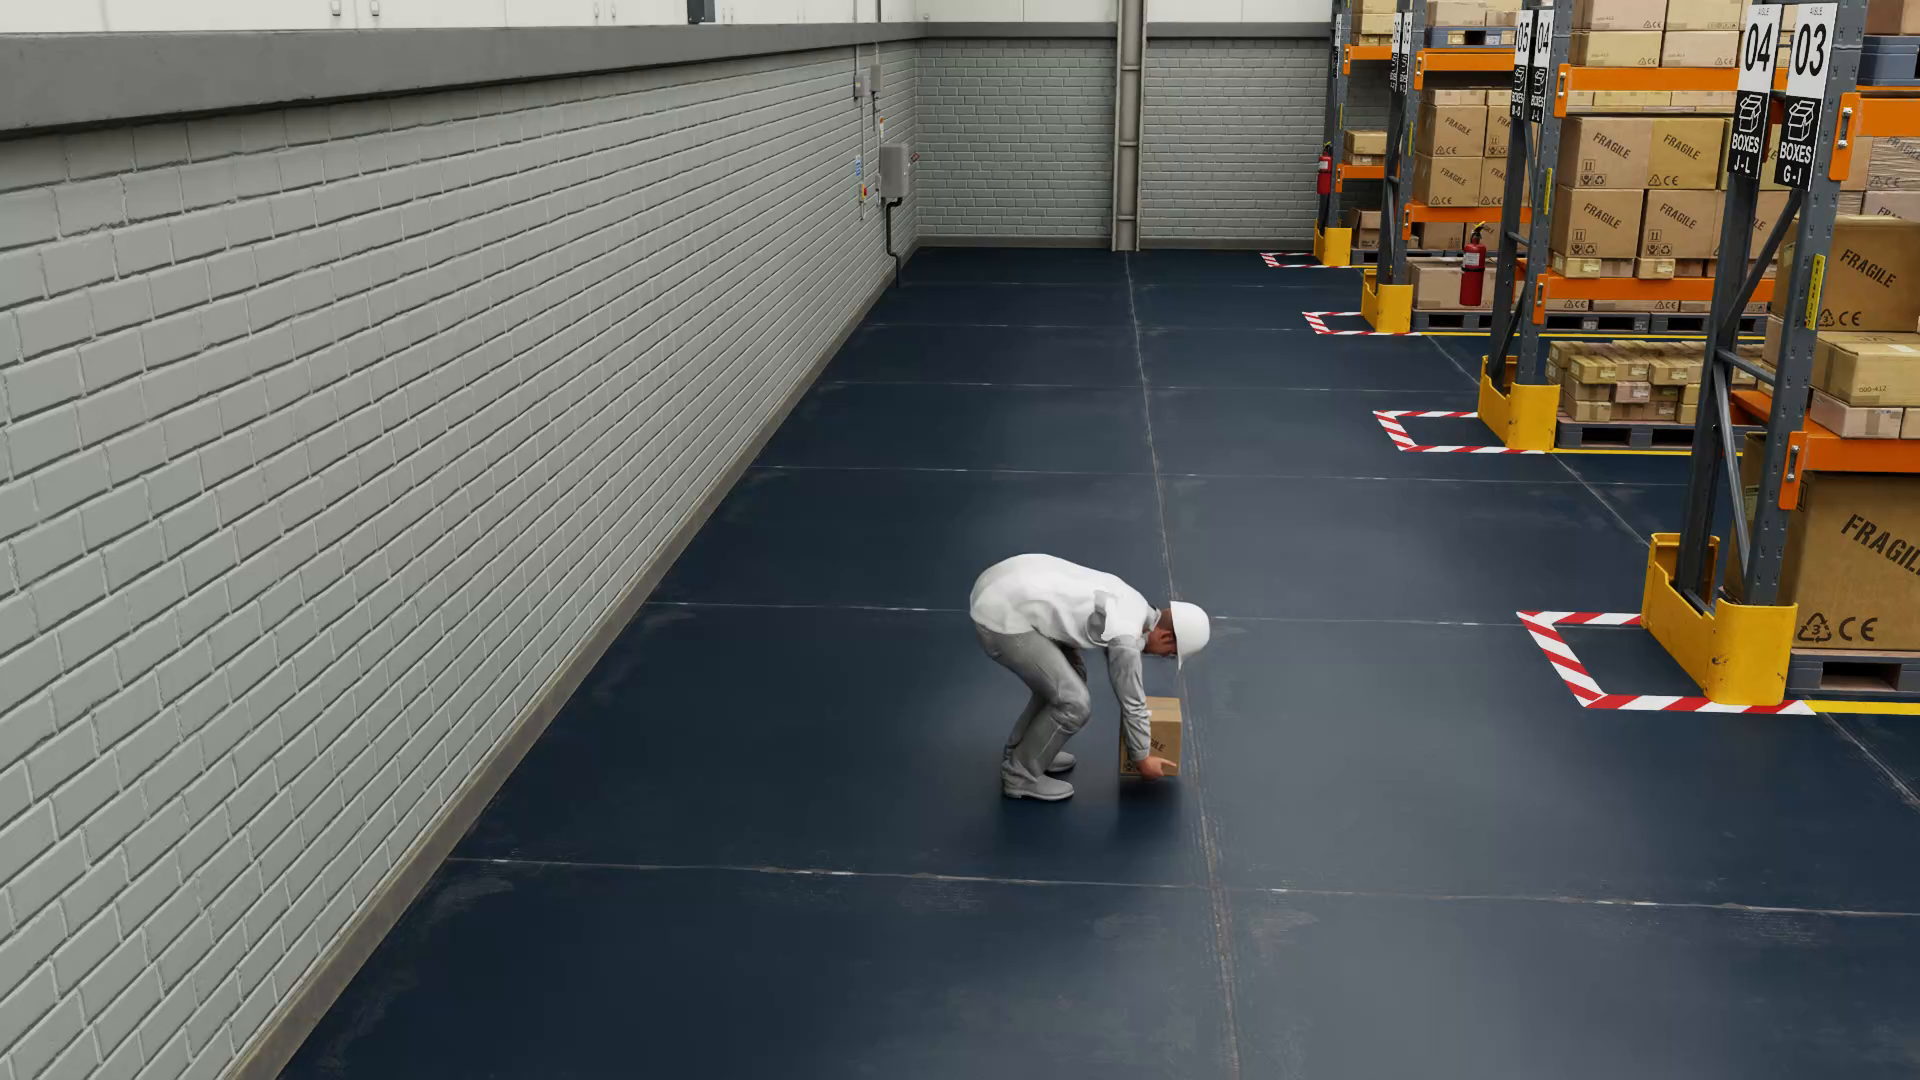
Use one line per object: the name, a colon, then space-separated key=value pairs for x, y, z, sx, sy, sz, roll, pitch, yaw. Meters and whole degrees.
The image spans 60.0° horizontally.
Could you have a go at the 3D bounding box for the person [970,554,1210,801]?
person: x=0.546 y=0.556 z=6.994 sx=0.985 sy=1.015 sz=0.503 roll=0 pitch=17 yaw=1
